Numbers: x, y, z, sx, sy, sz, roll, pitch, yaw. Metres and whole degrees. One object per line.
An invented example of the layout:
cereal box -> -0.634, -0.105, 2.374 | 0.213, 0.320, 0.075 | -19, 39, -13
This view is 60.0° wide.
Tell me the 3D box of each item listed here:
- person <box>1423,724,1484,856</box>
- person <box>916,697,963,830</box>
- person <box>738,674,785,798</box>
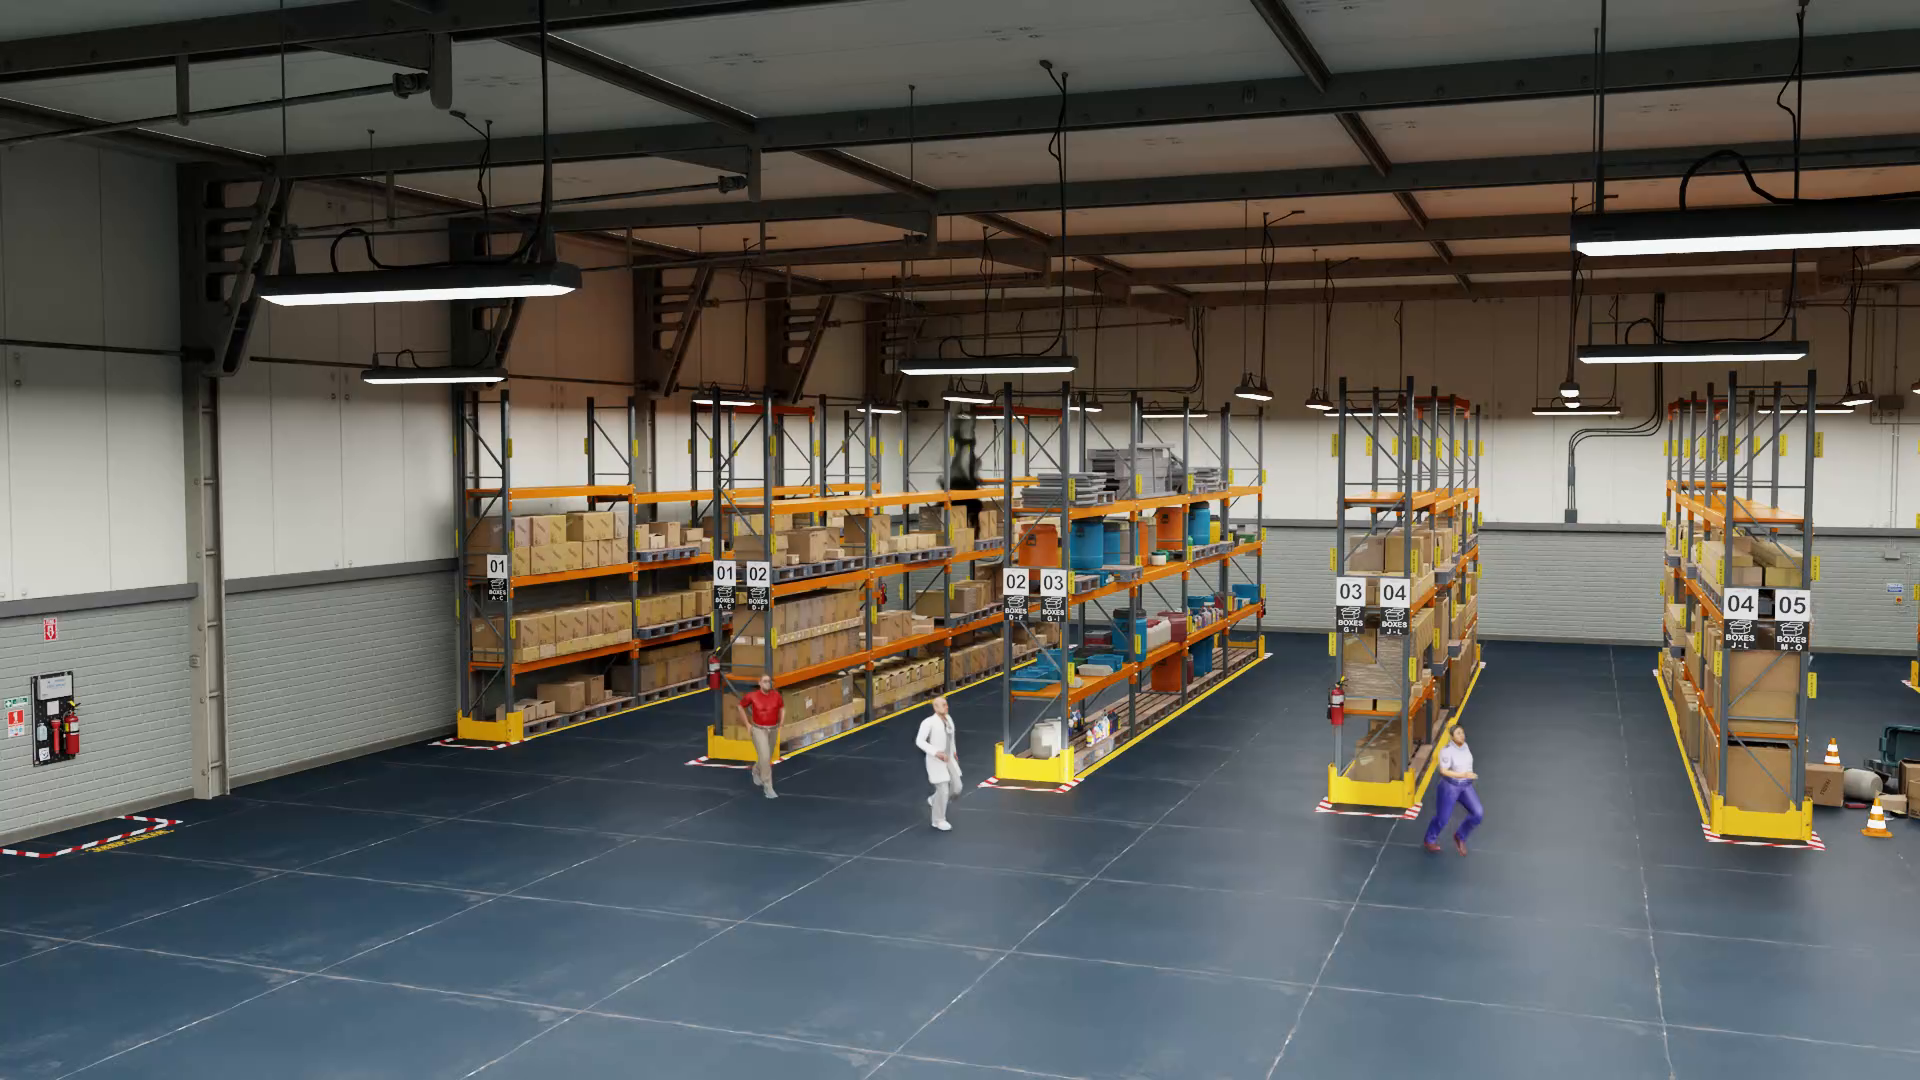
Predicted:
person -> 6.080, 3.153, 20.371 | 0.618, 1.434, 0.827 | -2, 3, -26
person -> -0.269, 2.952, 21.866 | 0.618, 1.695, 0.733 | 3, 4, 44
person -> -2.842, 2.816, 24.169 | 0.666, 1.747, 0.900 | -2, 4, -35
